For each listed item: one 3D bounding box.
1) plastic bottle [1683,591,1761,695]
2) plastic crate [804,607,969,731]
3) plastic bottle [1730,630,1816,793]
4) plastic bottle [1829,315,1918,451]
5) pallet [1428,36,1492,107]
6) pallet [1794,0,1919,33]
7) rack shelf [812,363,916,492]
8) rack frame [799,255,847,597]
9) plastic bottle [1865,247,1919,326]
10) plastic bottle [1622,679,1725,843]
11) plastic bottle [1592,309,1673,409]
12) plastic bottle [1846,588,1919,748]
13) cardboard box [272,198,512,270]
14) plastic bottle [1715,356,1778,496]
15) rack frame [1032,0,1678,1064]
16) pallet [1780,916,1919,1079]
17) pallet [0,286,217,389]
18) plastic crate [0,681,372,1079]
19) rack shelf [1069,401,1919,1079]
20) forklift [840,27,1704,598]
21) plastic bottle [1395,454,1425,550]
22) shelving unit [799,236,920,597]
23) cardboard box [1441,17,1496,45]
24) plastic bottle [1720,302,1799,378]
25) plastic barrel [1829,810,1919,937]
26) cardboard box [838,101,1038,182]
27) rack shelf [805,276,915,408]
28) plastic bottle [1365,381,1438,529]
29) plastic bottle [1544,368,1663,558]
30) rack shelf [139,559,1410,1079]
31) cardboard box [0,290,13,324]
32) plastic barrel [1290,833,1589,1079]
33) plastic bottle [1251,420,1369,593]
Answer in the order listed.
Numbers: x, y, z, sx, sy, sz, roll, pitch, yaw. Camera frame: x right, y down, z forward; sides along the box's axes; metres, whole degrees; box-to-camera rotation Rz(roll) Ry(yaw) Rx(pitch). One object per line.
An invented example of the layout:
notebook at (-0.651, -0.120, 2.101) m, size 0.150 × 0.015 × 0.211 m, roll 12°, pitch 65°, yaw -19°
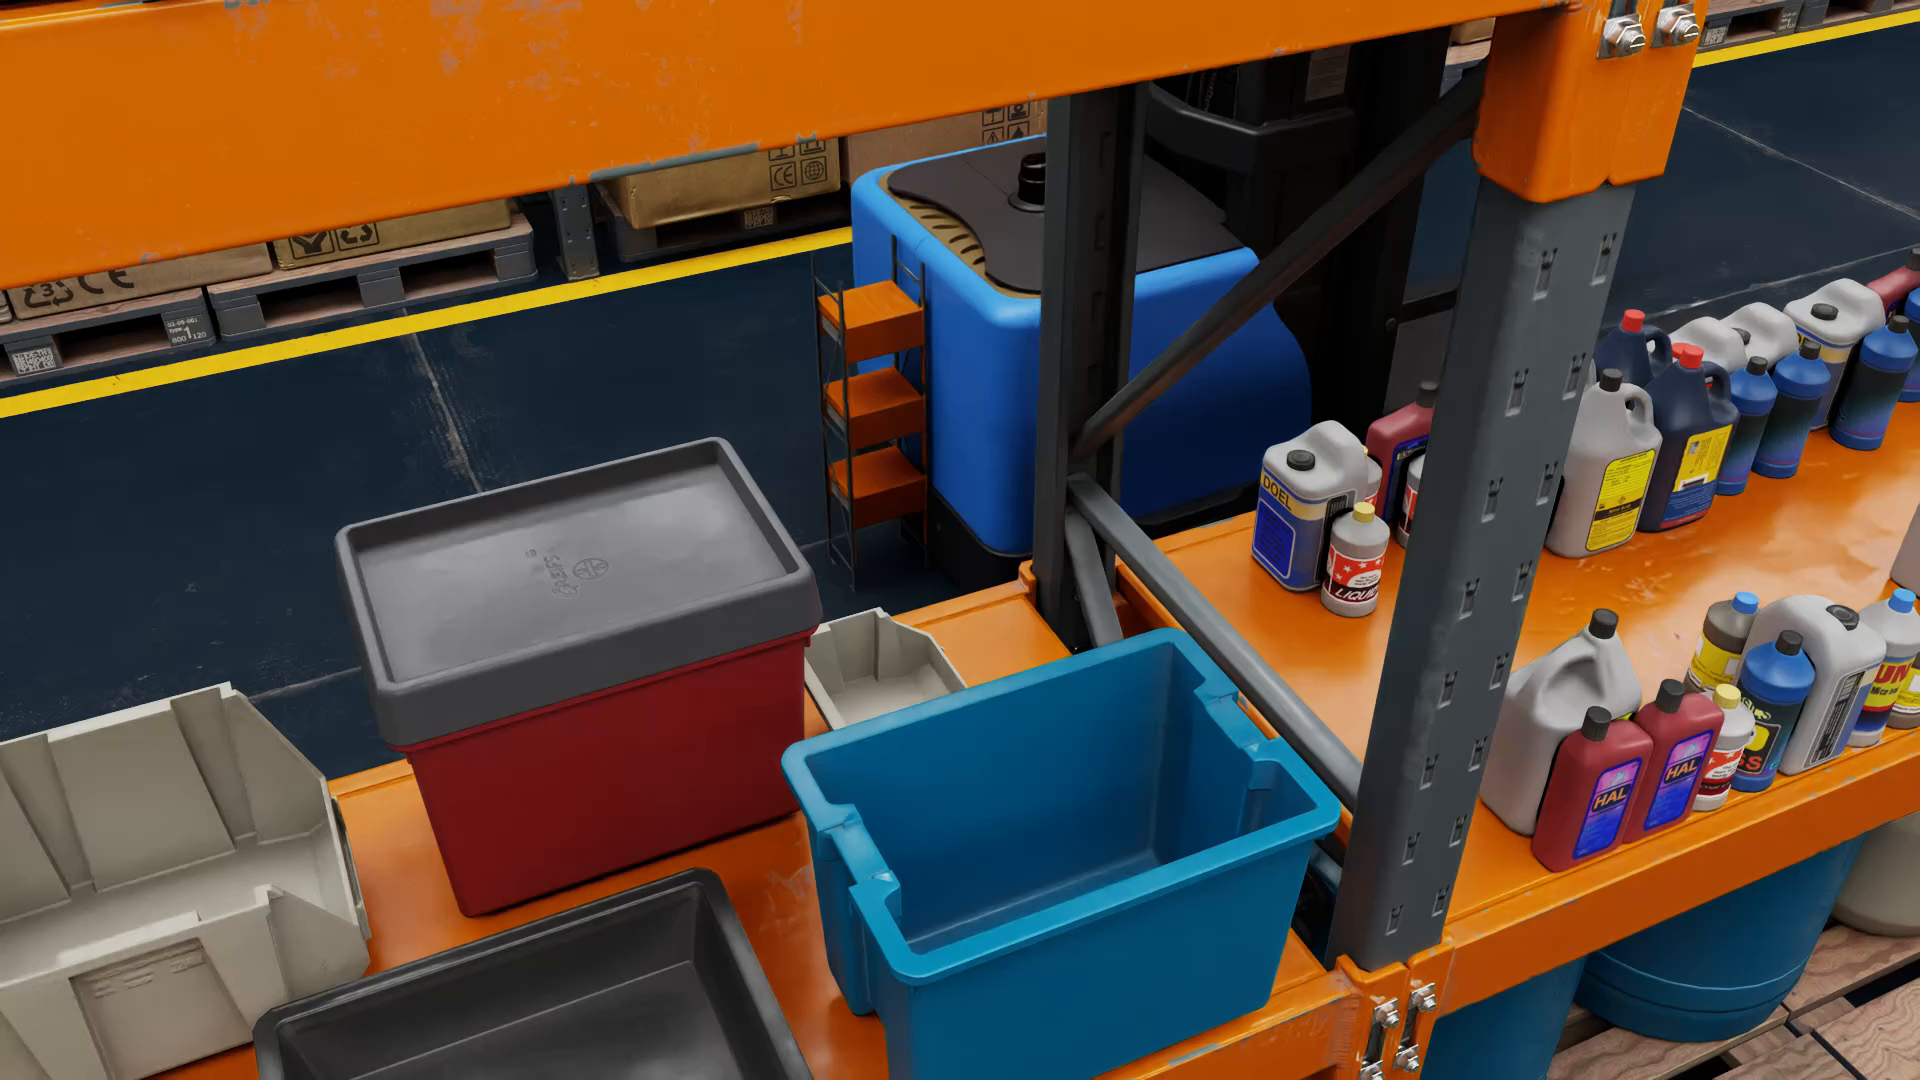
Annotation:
plastic bottle at (1.235, 0.171, 2.668) m, size 0.097 × 0.201 × 0.097 m, roll 0°, pitch 37°, yaw 0°
plastic crate at (-0.089, 0.281, 2.525) m, size 0.243 × 0.136 × 0.396 m, roll -16°, pitch 39°, yaw -20°
plastic bottle at (1.212, 0.250, 2.504) m, size 0.097 × 0.271 × 0.097 m, roll 0°, pitch 37°, yaw 0°
plastic bottle at (1.801, -0.315, 3.264) m, size 0.097 × 0.271 × 0.097 m, roll 0°, pitch 37°, yaw 0°
pallet at (2.618, -2.602, 8.581) m, size 1.213 × 0.211 × 1.003 m, roll -16°, pitch 39°, yaw -20°
pallet at (4.826, -3.220, 9.414) m, size 1.213 × 0.211 × 1.003 m, roll -16°, pitch 39°, yaw -20°
rack shelf at (-0.281, -0.328, 4.829) m, size 0.240 × 0.259 × 0.215 m, roll -17°, pitch 40°, yaw -22°
rack frame at (-0.390, -0.303, 4.778) m, size 0.008 × 1.050 × 0.200 m, roll -17°, pitch 40°, yaw -22°
plastic bottle at (1.921, -0.465, 3.457) m, size 0.133 × 0.283 × 0.061 m, roll -16°, pitch 39°, yaw -20°
plastic bottle at (1.027, 0.308, 2.414) m, size 0.133 × 0.283 × 0.061 m, roll -16°, pitch 39°, yaw -20°
plastic bottle at (1.253, -0.278, 3.148) m, size 0.185 × 0.351 × 0.144 m, roll -16°, pitch 39°, yaw -20°
plastic bottle at (1.422, 0.191, 2.583) m, size 0.097 × 0.271 × 0.097 m, roll 0°, pitch 37°, yaw 0°
cardboard box at (-2.343, -1.704, 6.461) m, size 0.875 × 0.875 × 0.875 m, roll -16°, pitch 39°, yaw -20°
plastic bottle at (1.470, -0.222, 3.139) m, size 0.097 × 0.271 × 0.097 m, roll 0°, pitch 37°, yaw 0°
rack frame at (0.393, 0.158, 2.519) m, size 0.127 × 3.000 × 1.000 m, roll -16°, pitch 39°, yaw -20°
pallet at (2.215, 0.794, 4.002) m, size 1.213 × 0.211 × 1.003 m, roll -16°, pitch 39°, yaw -20°
pallet at (-3.539, -0.931, 6.329) m, size 1.213 × 0.211 × 1.003 m, roll -16°, pitch 39°, yaw -20°
plastic crate at (-1.068, 0.469, 2.149) m, size 0.530 × 0.282 × 0.437 m, roll -16°, pitch 39°, yaw -20°
rack shelf at (2.204, -0.059, 3.416) m, size 4.000 × 0.370 × 1.077 m, roll -16°, pitch 39°, yaw -20°
forklift at (1.181, -1.541, 4.867) m, size 3.031 × 2.935 × 1.130 m, roll -17°, pitch 40°, yaw -22°
plastic bottle at (0.852, -0.081, 3.008) m, size 0.097 × 0.201 × 0.097 m, roll 0°, pitch 37°, yaw 0°
shelving unit at (-0.281, -0.337, 4.823) m, size 0.252 × 1.050 × 0.215 m, roll -17°, pitch 40°, yaw -22°
cardboard box at (2.508, -2.878, 8.342) m, size 0.500 × 0.500 × 0.700 m, roll -18°, pitch 40°, yaw -22°
plastic bottle at (1.522, -0.320, 3.268) m, size 0.135 × 0.276 × 0.152 m, roll -16°, pitch 39°, yaw -20°
plastic barrel at (2.083, 0.586, 3.678) m, size 0.421 × 0.512 × 0.421 m, roll 0°, pitch 37°, yaw 0°
cardboard box at (-0.332, -2.228, 7.166) m, size 0.875 × 0.875 × 1.225 m, roll -17°, pitch 40°, yaw -21°
rack shelf at (-0.281, -0.556, 4.660) m, size 0.240 × 0.259 × 0.215 m, roll -17°, pitch 40°, yaw -22°
plastic bottle at (0.802, -0.152, 3.035) m, size 0.133 × 0.283 × 0.061 m, roll -16°, pitch 39°, yaw -20°
plastic bottle at (1.147, -0.153, 2.980) m, size 0.185 × 0.351 × 0.144 m, roll -16°, pitch 39°, yaw -20°
rack shelf at (-1.417, 0.953, 2.051) m, size 4.000 × 0.370 × 1.077 m, roll -16°, pitch 39°, yaw -20°
cardboard box at (-3.963, -1.251, 5.850) m, size 0.875 × 0.875 × 0.875 m, roll -16°, pitch 39°, yaw -20°
plastic barrel at (0.893, 0.704, 3.192) m, size 0.708 × 0.901 × 0.600 m, roll -16°, pitch 39°, yaw -20°
plastic bottle at (0.612, -0.066, 2.925) m, size 0.135 × 0.276 × 0.152 m, roll -16°, pitch 39°, yaw -20°
